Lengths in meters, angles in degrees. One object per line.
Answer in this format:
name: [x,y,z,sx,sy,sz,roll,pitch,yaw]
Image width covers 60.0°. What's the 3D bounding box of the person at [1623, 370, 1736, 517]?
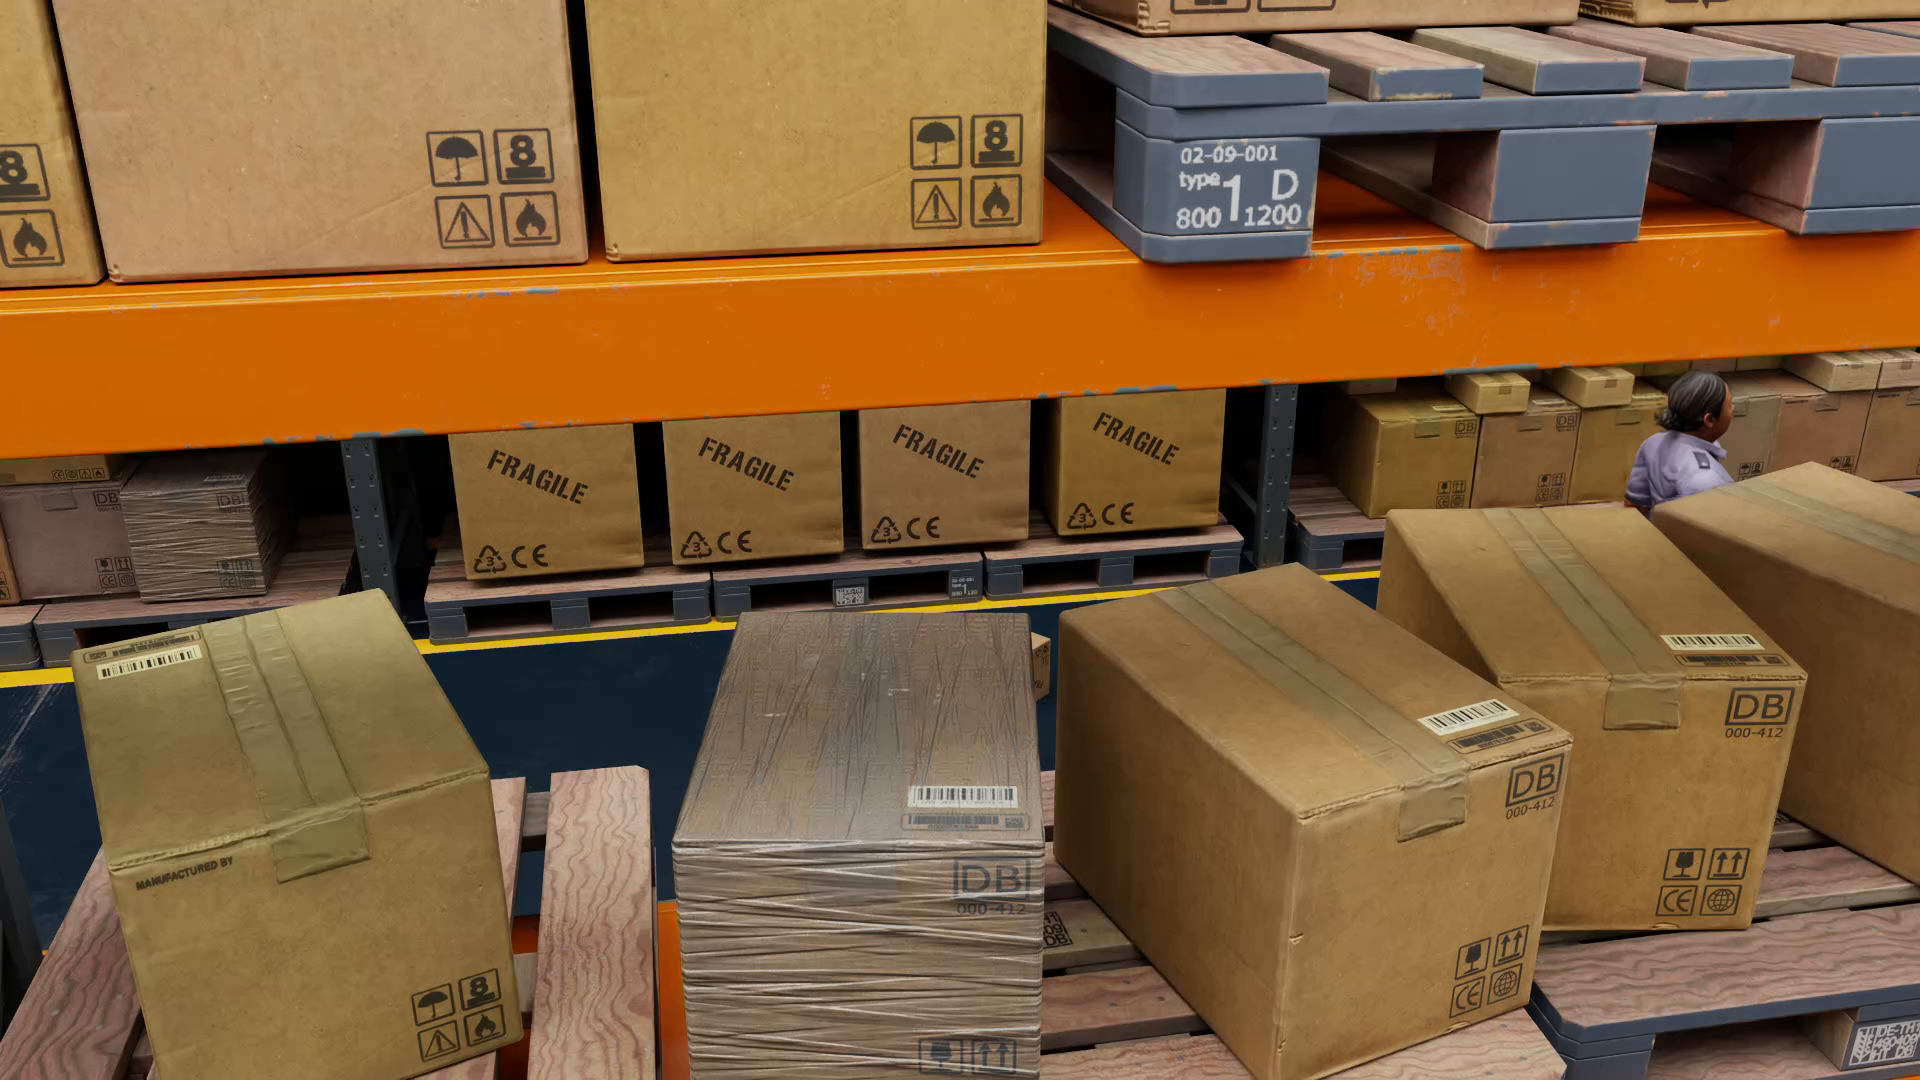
person: [2.512,0.190,5.655,0.975,1.585,0.477,3,24,7]
